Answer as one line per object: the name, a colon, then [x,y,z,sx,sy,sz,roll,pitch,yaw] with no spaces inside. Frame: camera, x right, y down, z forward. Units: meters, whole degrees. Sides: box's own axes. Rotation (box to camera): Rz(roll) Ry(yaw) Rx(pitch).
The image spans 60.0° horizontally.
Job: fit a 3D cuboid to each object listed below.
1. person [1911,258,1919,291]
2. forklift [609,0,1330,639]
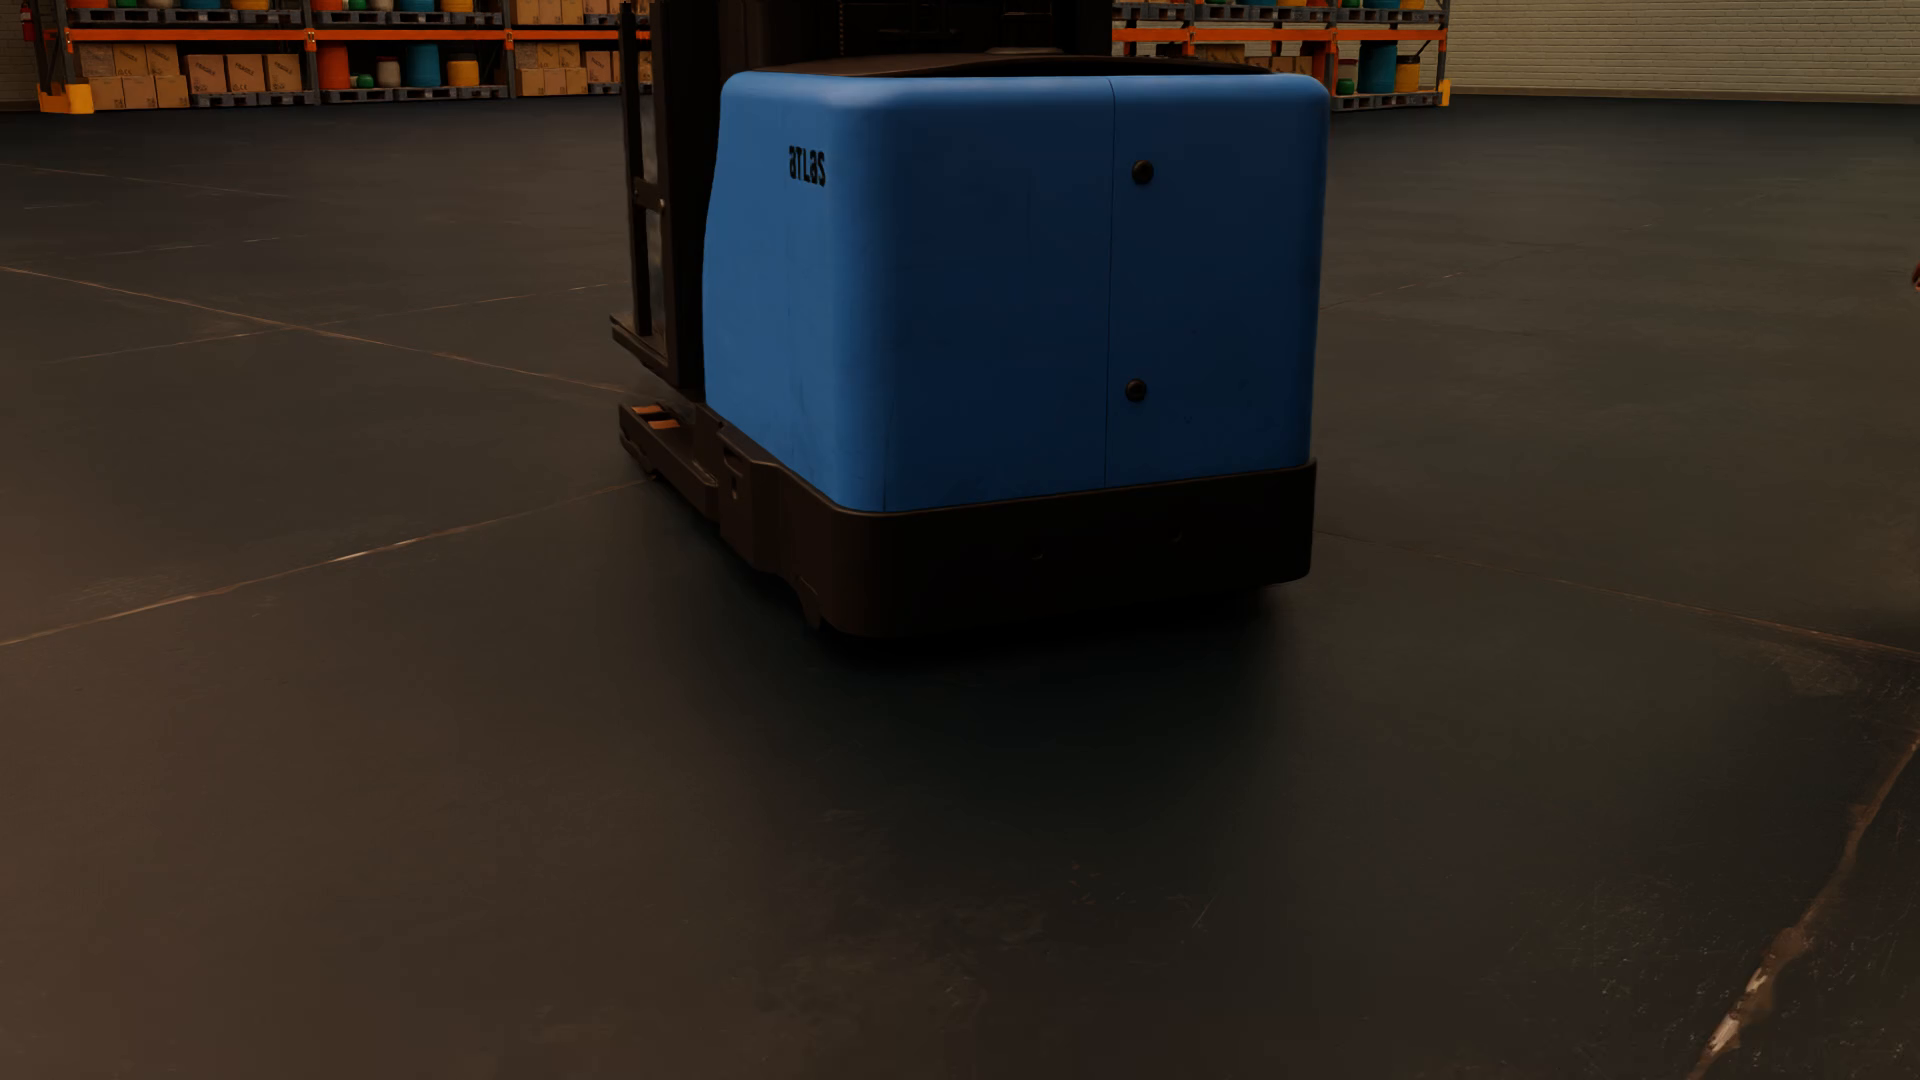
person: [2.452,-0.601,3.565,0.722,1.432,0.626,-11,20,-31]
forklift: [-0.307,-1.604,4.181,1.130,2.935,3.031,-7,18,-22]
